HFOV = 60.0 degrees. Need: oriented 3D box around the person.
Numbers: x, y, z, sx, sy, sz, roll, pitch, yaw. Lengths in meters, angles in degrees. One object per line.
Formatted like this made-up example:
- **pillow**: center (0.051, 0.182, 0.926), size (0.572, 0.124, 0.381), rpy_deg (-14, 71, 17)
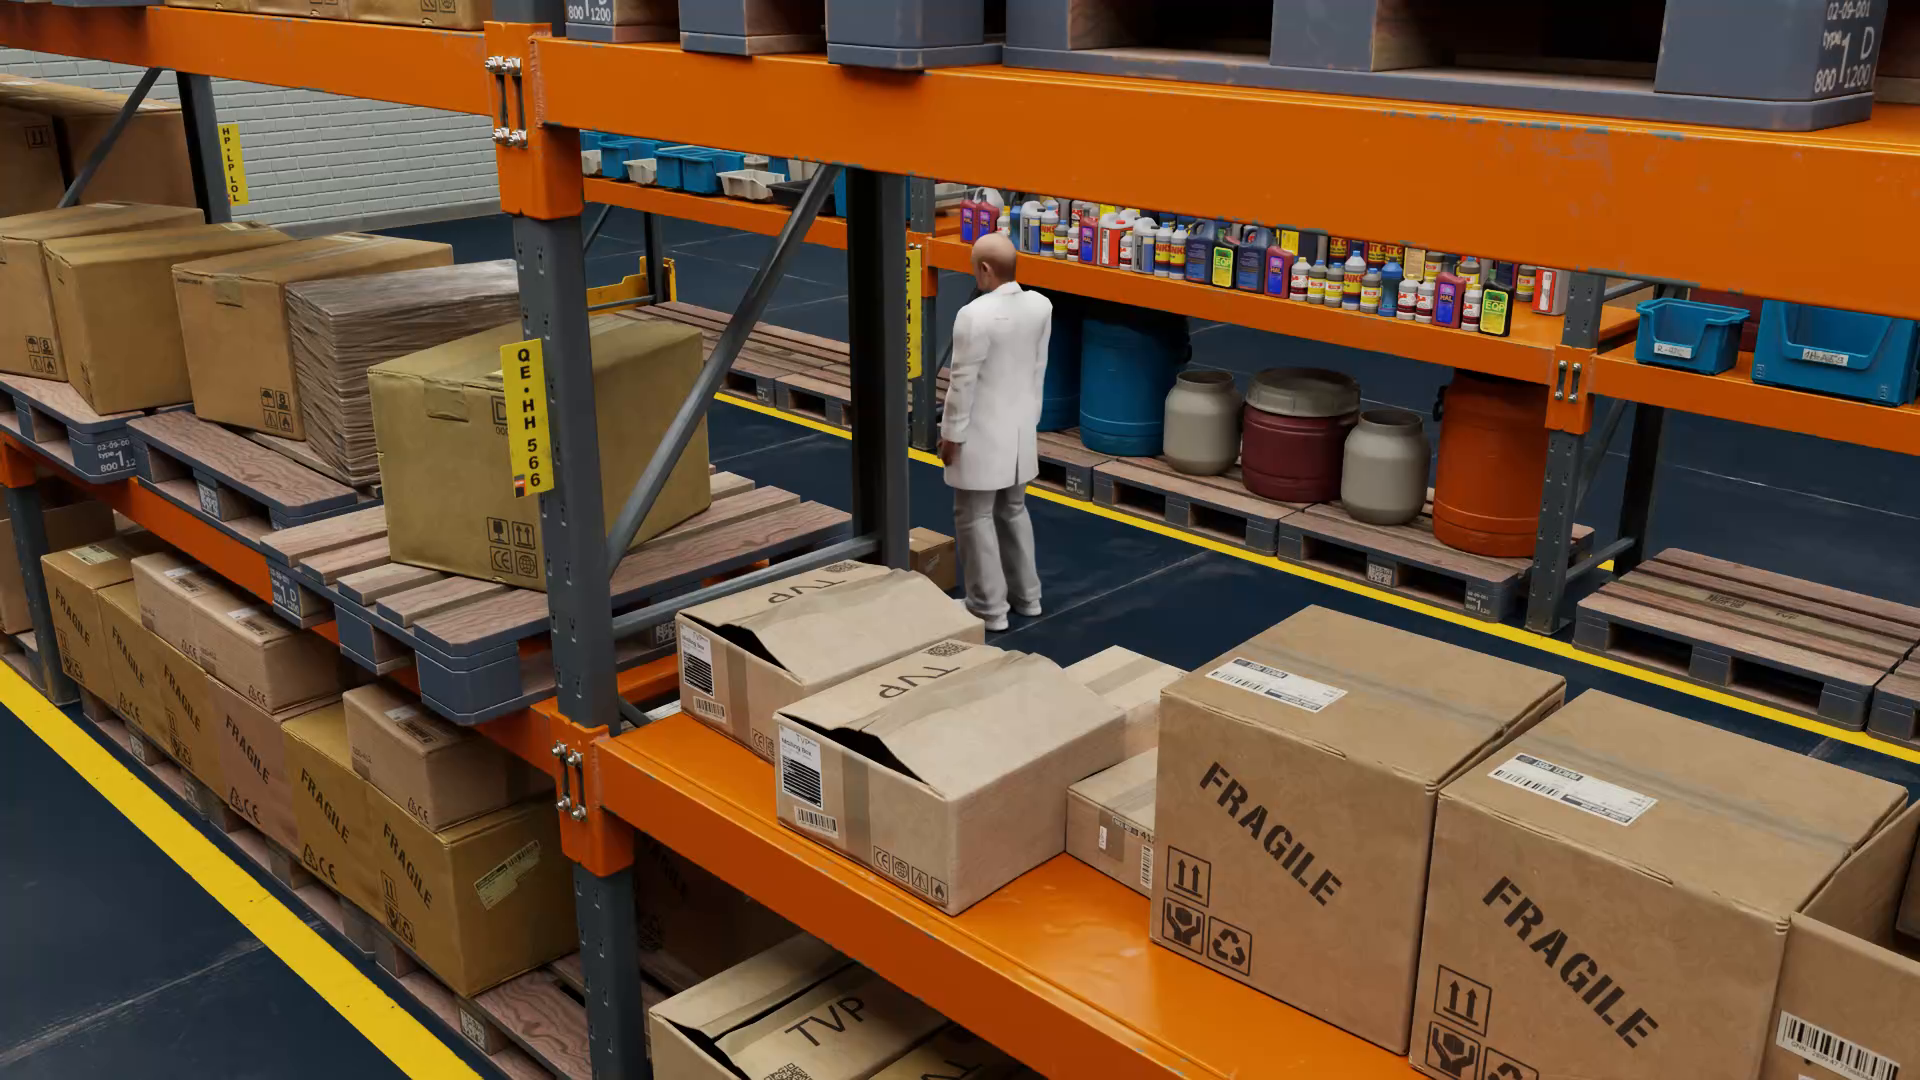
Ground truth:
- **person**: center (0.132, -0.482, 7.411), size (0.562, 1.774, 0.391), rpy_deg (-19, 27, -41)
